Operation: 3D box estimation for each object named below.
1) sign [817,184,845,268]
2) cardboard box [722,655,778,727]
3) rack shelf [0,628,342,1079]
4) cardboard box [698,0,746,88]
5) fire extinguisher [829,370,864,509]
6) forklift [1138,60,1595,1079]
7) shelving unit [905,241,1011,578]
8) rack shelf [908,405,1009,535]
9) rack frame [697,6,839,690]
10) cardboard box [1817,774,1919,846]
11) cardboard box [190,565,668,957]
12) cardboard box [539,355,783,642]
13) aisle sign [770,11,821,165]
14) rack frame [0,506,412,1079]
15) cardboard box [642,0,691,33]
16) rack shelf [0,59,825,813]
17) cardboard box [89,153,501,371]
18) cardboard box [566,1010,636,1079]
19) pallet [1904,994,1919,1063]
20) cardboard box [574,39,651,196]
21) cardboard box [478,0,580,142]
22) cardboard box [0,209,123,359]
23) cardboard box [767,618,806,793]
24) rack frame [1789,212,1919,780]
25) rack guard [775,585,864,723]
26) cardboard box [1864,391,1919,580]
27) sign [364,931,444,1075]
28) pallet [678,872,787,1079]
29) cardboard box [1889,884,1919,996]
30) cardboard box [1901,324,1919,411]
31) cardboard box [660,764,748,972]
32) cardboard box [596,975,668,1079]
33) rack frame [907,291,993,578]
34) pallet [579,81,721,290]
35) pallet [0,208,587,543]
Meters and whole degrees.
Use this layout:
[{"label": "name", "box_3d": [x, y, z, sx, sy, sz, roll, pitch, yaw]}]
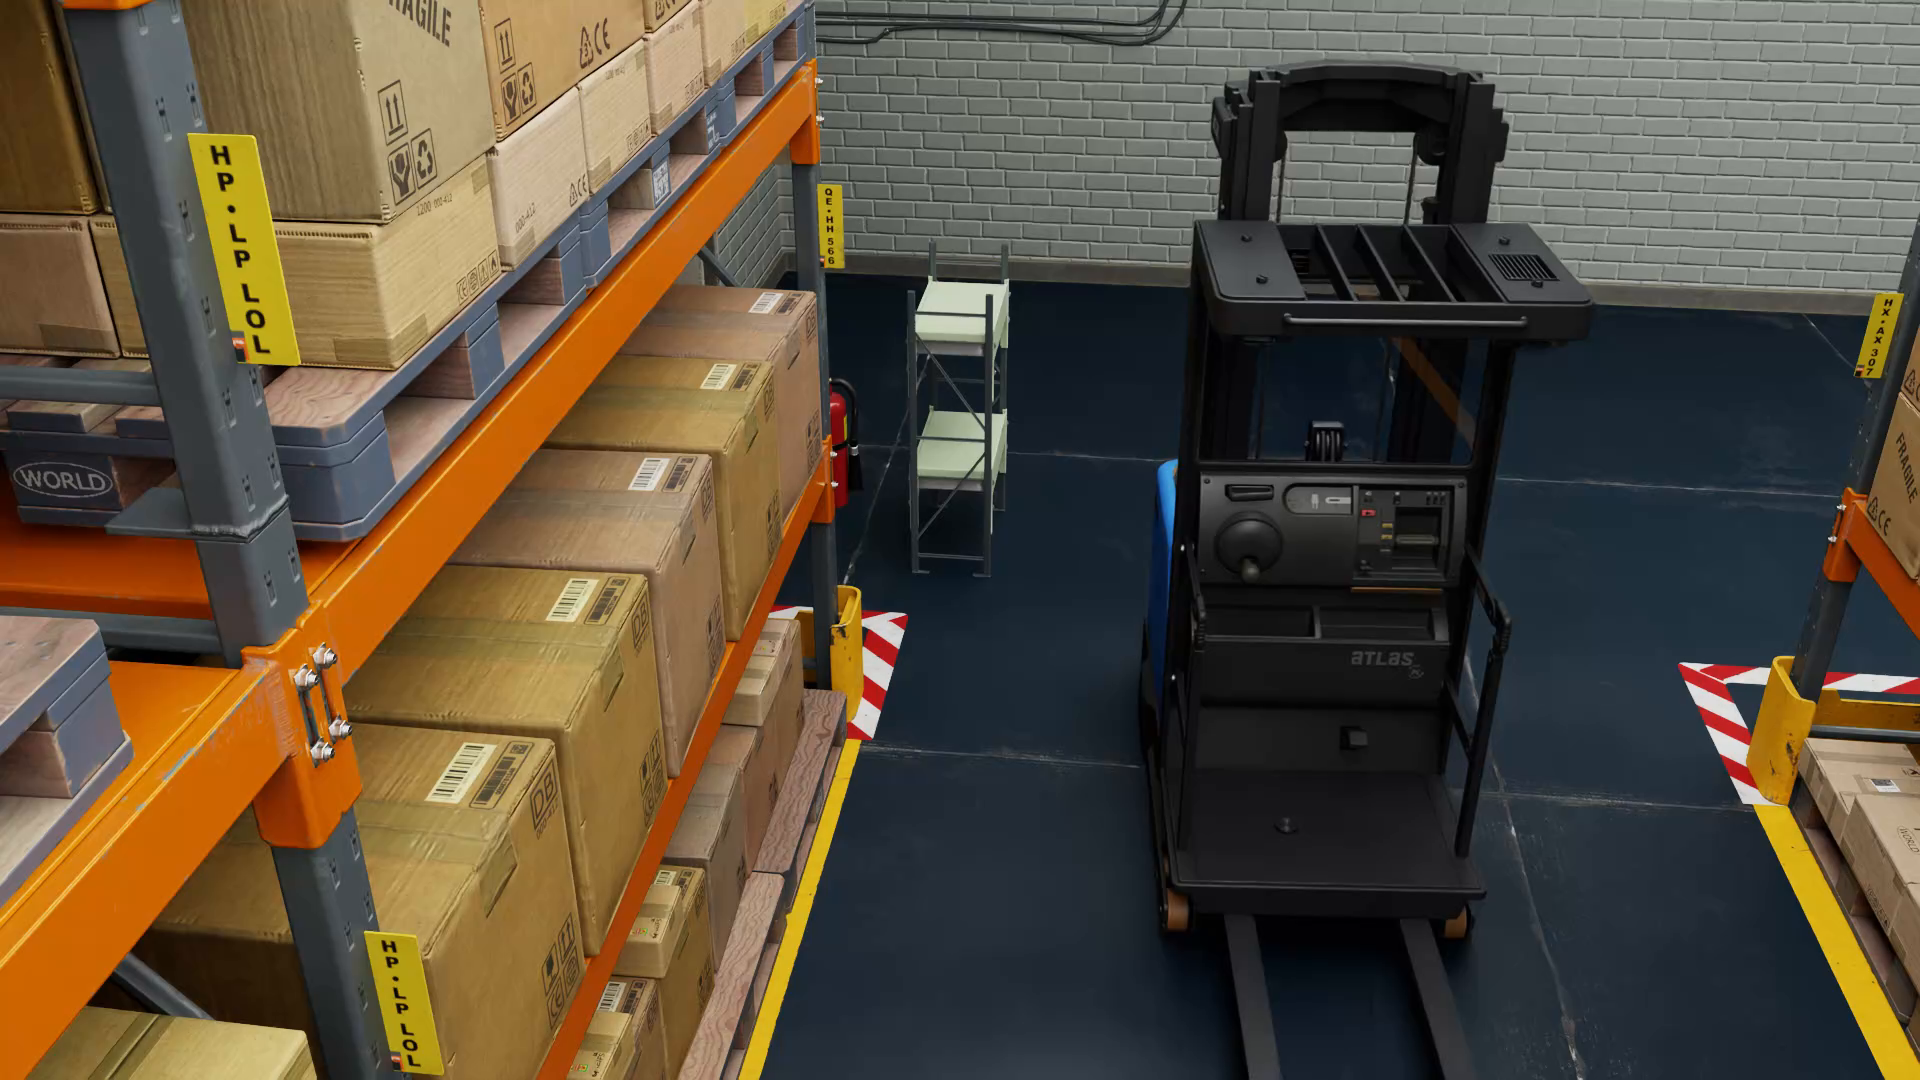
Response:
[{"label": "sign", "box_3d": [-0.494, -1.192, 6.329, 0.100, 0.325, 0.005, 3, 28, 6]}, {"label": "cardboard box", "box_3d": [-0.883, 0.541, 6.093, 0.380, 0.149, 0.250, 4, 29, 8]}, {"label": "rack shelf", "box_3d": [-1.766, 1.204, 0.948, 1.077, 0.370, 4.000, 3, 28, 6]}, {"label": "cardboard box", "box_3d": [-0.920, -1.494, 4.808, 0.500, 0.250, 0.500, 2, 28, 4]}, {"label": "fire extinguisher", "box_3d": [-0.554, -0.462, 6.920, 0.296, 0.674, 0.183, 3, 28, 6]}, {"label": "forklift", "box_3d": [1.298, 0.006, 5.648, 1.130, 2.935, 3.031, 1, 28, 2]}, {"label": "shelving unit", "box_3d": [-0.001, -0.657, 8.388, 0.431, 1.500, 0.755, 3, 28, 6]}, {"label": "rack shelf", "box_3d": [-0.001, -0.370, 8.543, 0.431, 0.370, 0.720, 3, 28, 6]}, {"label": "rack frame", "box_3d": [-1.031, -0.616, 6.731, 1.000, 3.000, 0.127, 3, 28, 6]}, {"label": "cardboard box", "box_3d": [3.463, 1.019, 6.220, 0.380, 0.166, 0.250, 3, 28, 6]}, {"label": "cardboard box", "box_3d": [-1.343, 0.537, 4.274, 0.980, 0.700, 0.700, 3, 28, 5]}, {"label": "cardboard box", "box_3d": [-1.161, -0.164, 5.576, 0.980, 0.700, 0.700, 3, 28, 6]}, {"label": "aisle sign", "box_3d": [-0.724, -1.777, 6.145, 0.394, 0.787, 0.004, 3, 28, 6]}, {"label": "rack frame", "box_3d": [-1.521, 1.267, 3.236, 1.000, 3.000, 0.127, 3, 28, 6]}, {"label": "cardboard box", "box_3d": [-0.977, -1.588, 4.192, 0.500, 0.500, 0.500, 2, 28, 4]}, {"label": "rack shelf", "box_3d": [-1.276, -0.678, 4.443, 1.077, 0.370, 4.000, 3, 28, 6]}, {"label": "cardboard box", "box_3d": [-1.175, -0.527, 3.012, 0.500, 0.250, 0.500, 3, 28, 6]}, {"label": "cardboard box", "box_3d": [-1.104, 1.400, 4.497, 0.380, 0.149, 0.250, 4, 29, 8]}, {"label": "pallet", "box_3d": [3.628, 1.882, 5.035, 1.003, 0.211, 1.213, 3, 28, 6]}, {"label": "cardboard box", "box_3d": [-1.042, -1.007, 3.905, 0.500, 0.250, 0.500, 3, 28, 5]}, {"label": "cardboard box", "box_3d": [-1.098, -1.108, 3.301, 0.500, 0.500, 0.500, 3, 28, 5]}, {"label": "cardboard box", "box_3d": [-1.670, -0.552, 3.060, 0.500, 0.250, 0.500, 4, 29, 7]}, {"label": "cardboard box", "box_3d": [-1.017, 0.635, 6.602, 0.700, 0.500, 0.500, 3, 28, 6]}, {"label": "rack frame", "box_3d": [3.886, -0.330, 6.200, 1.000, 3.000, 0.127, 3, 28, 6]}, {"label": "rack guard", "box_3d": [-1.028, 0.473, 7.345, 1.175, 0.500, 0.348, 3, 28, 6]}, {"label": "cardboard box", "box_3d": [3.570, -0.180, 5.817, 0.500, 0.500, 0.500, 4, 29, 7]}, {"label": "sign", "box_3d": [-0.981, 0.819, 2.930, 0.100, 0.325, 0.005, 3, 28, 6]}, {"label": "pallet", "box_3d": [-1.203, 1.565, 5.622, 1.003, 0.211, 1.213, 3, 28, 6]}, {"label": "cardboard box", "box_3d": [3.415, 1.397, 5.429, 0.500, 0.250, 0.500, 3, 28, 6]}, {"label": "cardboard box", "box_3d": [3.570, -0.621, 5.580, 0.500, 0.500, 0.500, 4, 29, 8]}, {"label": "cardboard box", "box_3d": [-1.140, 1.107, 5.725, 0.700, 0.500, 0.500, 2, 28, 5]}, {"label": "cardboard box", "box_3d": [-1.263, 1.600, 4.810, 0.700, 0.500, 0.500, 3, 28, 6]}, {"label": "rack frame", "box_3d": [-0.046, -0.485, 8.069, 0.400, 1.500, 0.023, 3, 28, 6]}, {"label": "pallet", "box_3d": [-1.258, -0.972, 4.322, 1.003, 0.211, 1.213, 3, 28, 6]}, {"label": "pallet", "box_3d": [-1.410, -0.399, 3.259, 1.003, 0.211, 1.213, 3, 28, 6]}]
